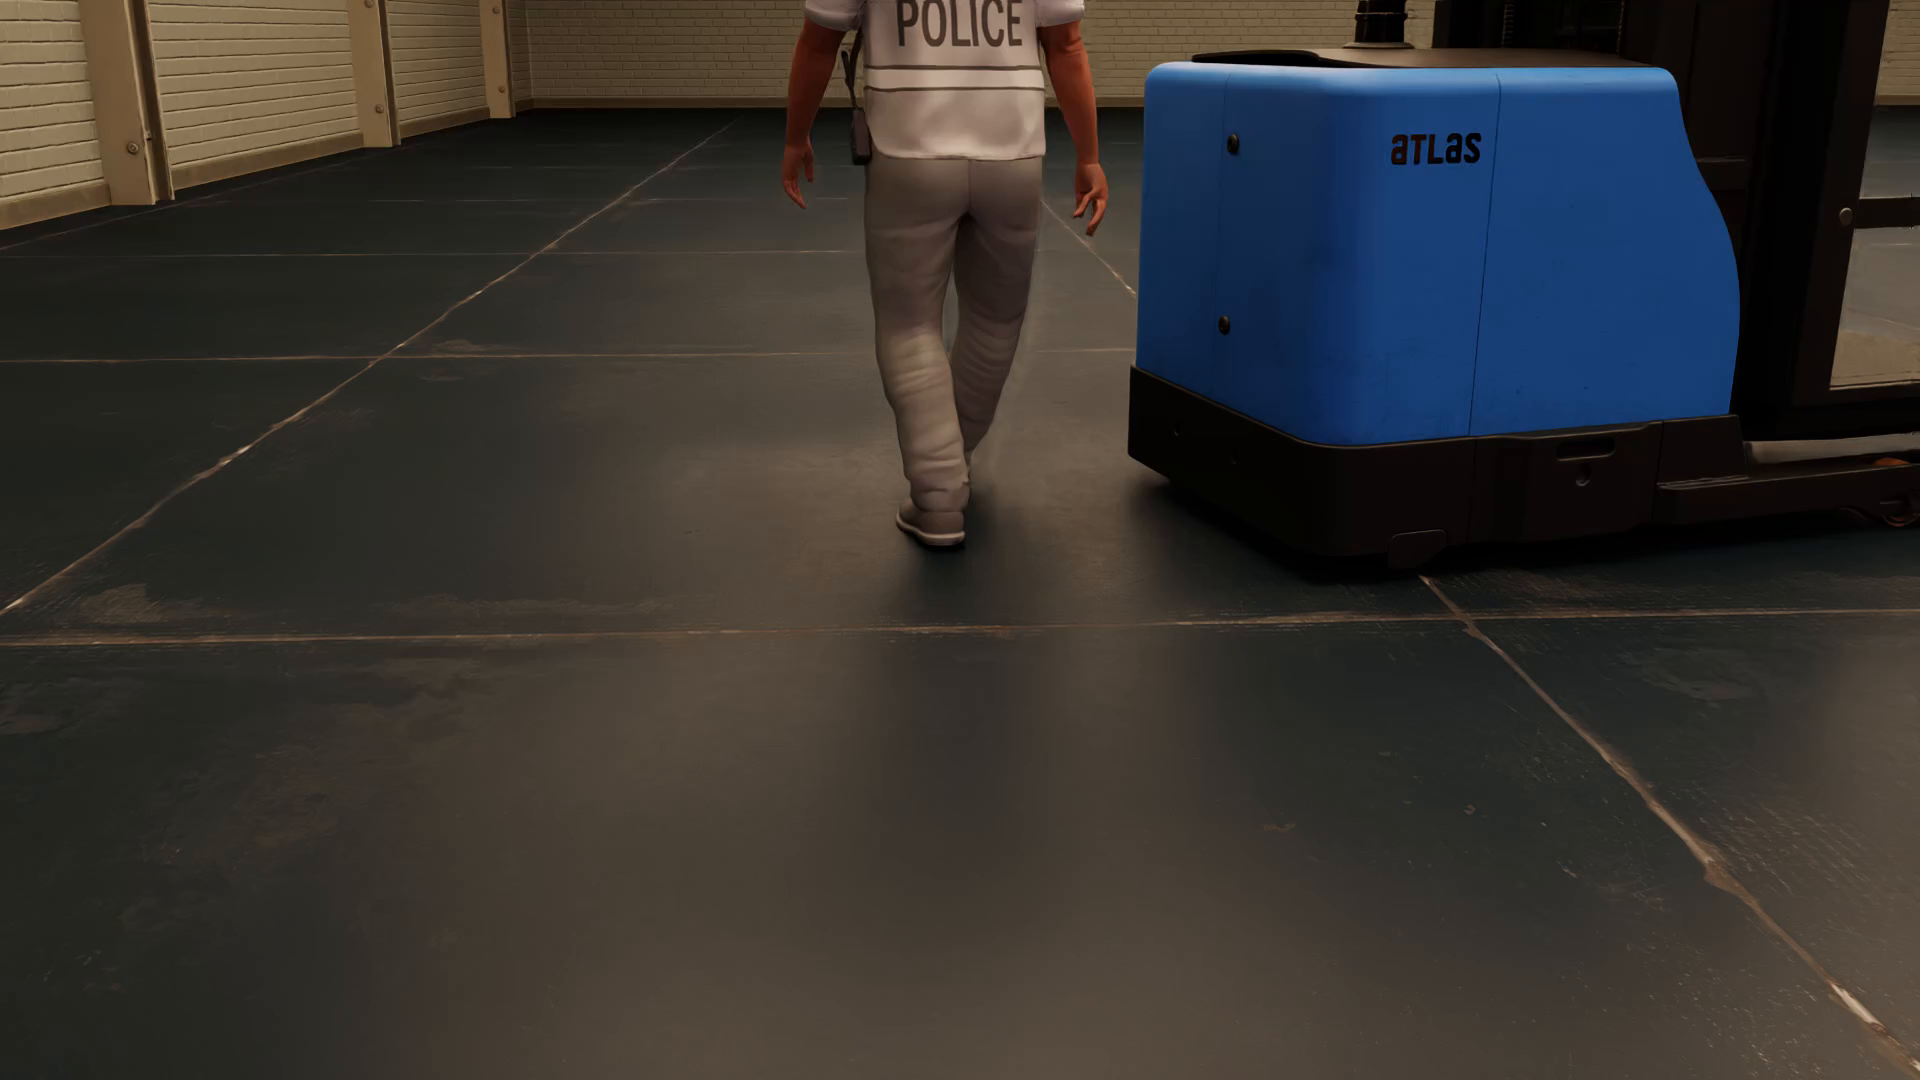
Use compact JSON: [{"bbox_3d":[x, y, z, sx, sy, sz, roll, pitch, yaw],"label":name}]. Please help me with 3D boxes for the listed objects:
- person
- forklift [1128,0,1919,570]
[{"bbox_3d":[-0.057,-0.914,3.986,0.724,1.714,0.830,-5,18,-15],"label":"person"},{"bbox_3d":[2.021,-1.574,4.052,3.031,2.935,1.130,-6,18,-18],"label":"forklift"}]
